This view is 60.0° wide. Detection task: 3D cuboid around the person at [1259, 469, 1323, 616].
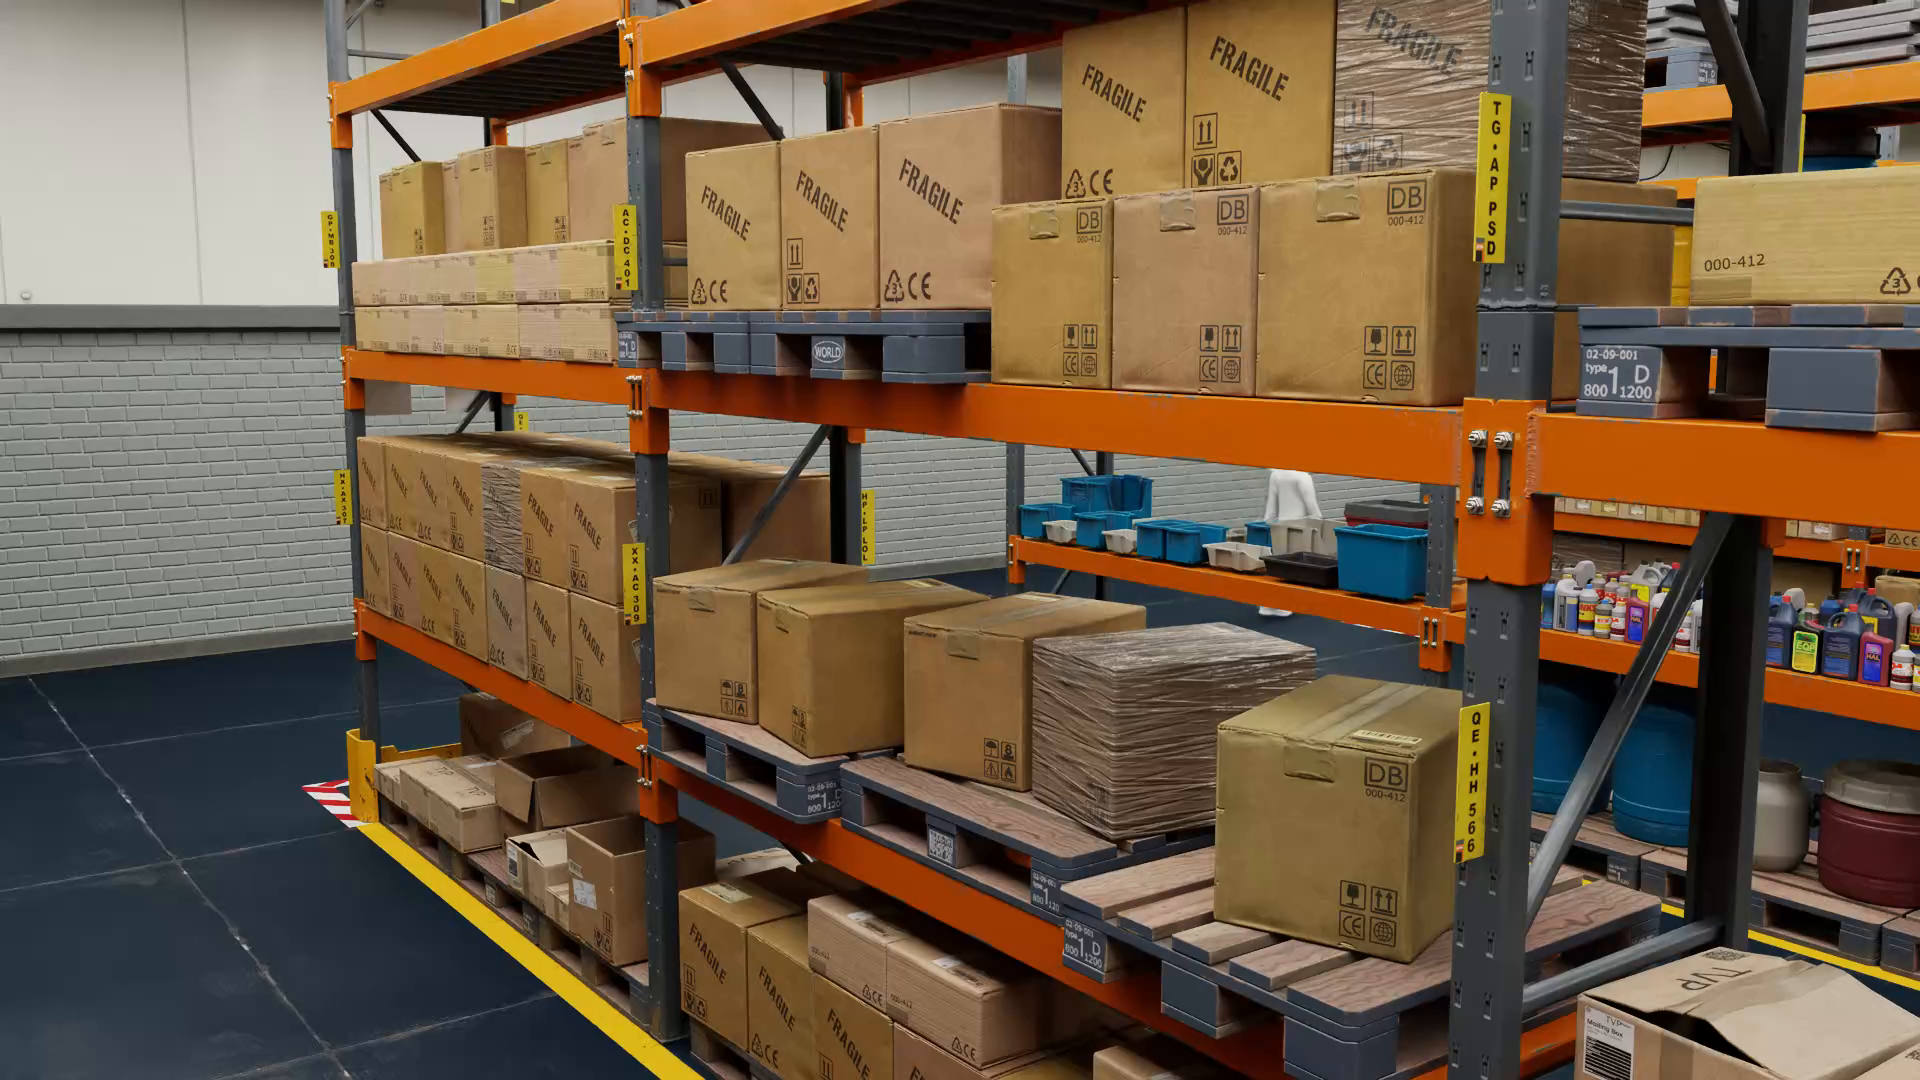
[{"bbox_3d":[3.427,-0.121,16.653,1.062,1.725,0.628,-3,8,-23],"label":"person"}]
